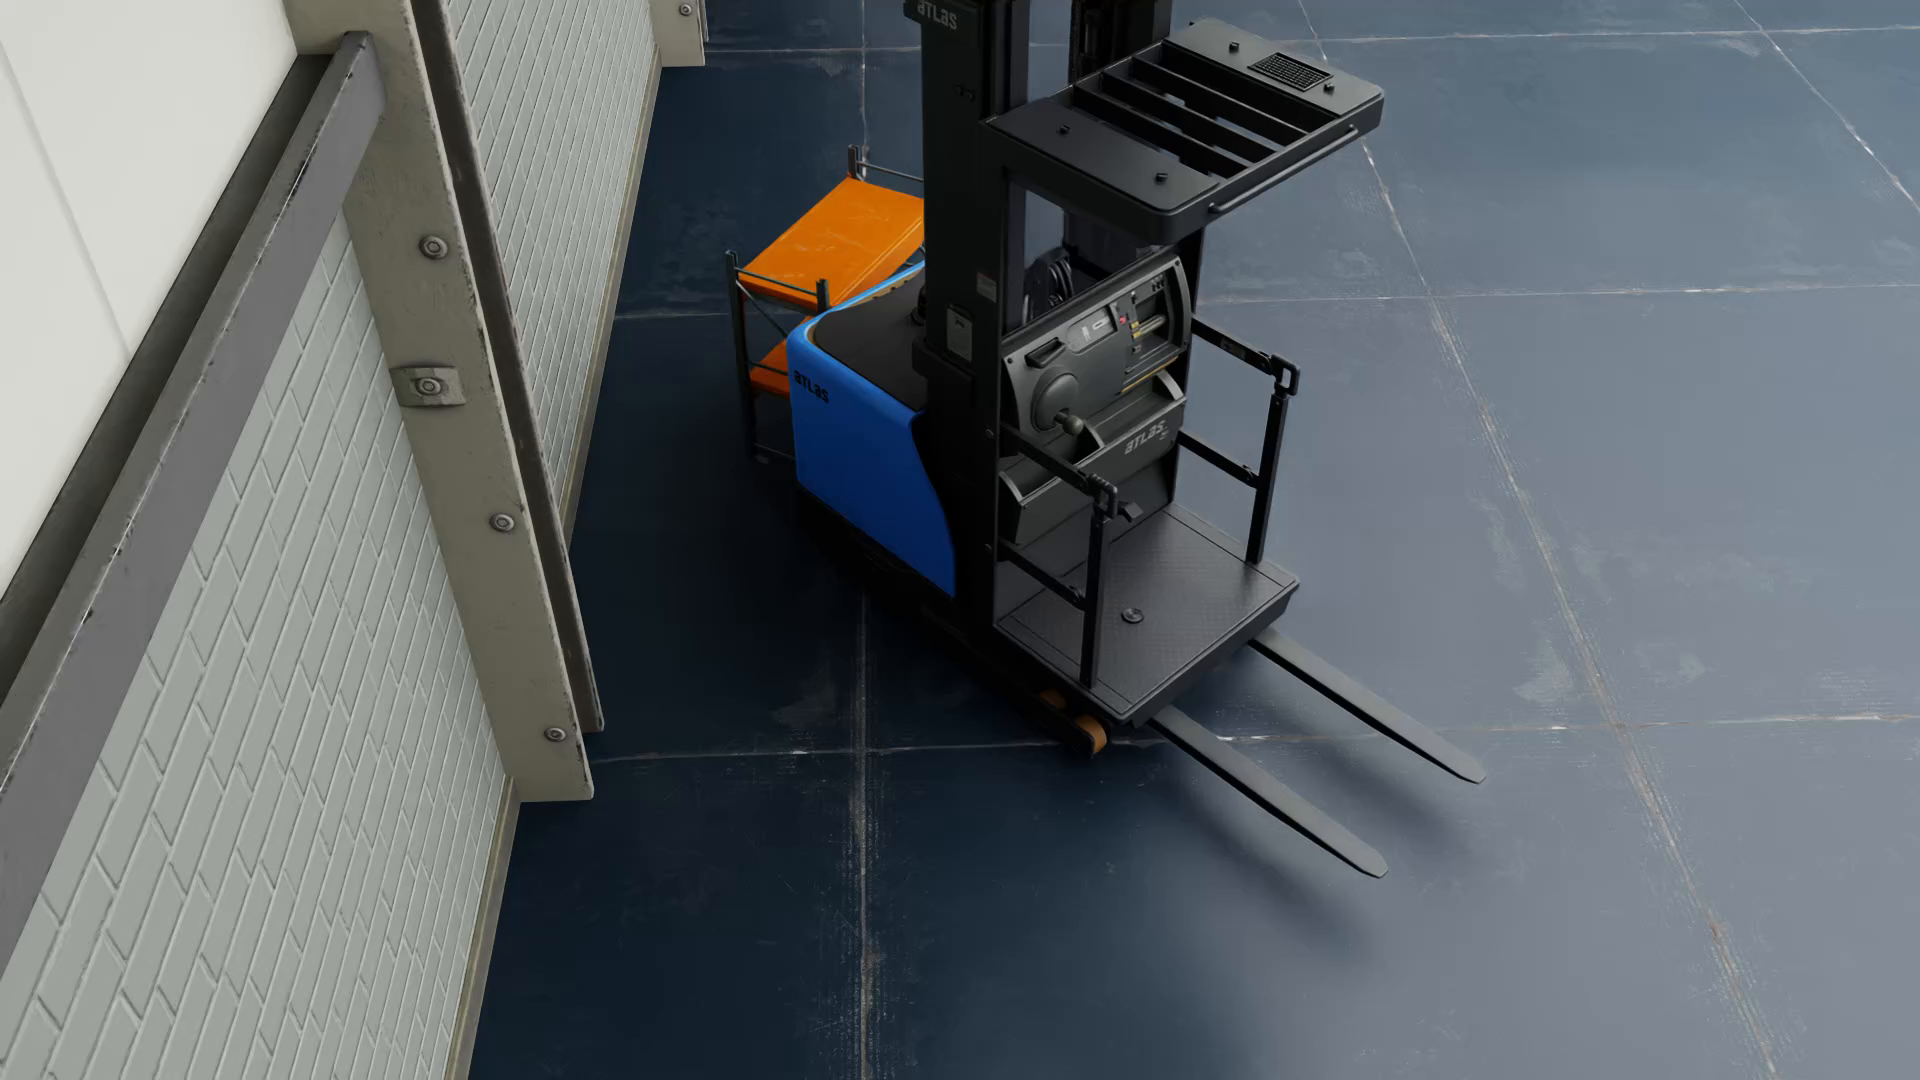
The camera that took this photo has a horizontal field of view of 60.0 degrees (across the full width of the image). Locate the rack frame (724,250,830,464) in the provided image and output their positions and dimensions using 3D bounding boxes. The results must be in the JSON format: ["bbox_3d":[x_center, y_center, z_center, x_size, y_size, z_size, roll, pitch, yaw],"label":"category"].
[{"bbox_3d":[-0.774,-0.735,7.369,0.500,1.125,0.032,20,46,20],"label":"rack frame"}]

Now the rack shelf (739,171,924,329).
[{"bbox_3d":[-0.535,-1.254,7.502,0.538,0.278,1.000,20,46,20],"label":"rack shelf"}]

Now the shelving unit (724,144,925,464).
[{"bbox_3d":[-0.535,-1.038,7.700,0.538,1.125,1.048,20,46,20],"label":"shelving unit"}]

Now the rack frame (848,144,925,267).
[{"bbox_3d":[-0.295,-1.341,8.030,0.500,1.125,0.032,20,46,20],"label":"rack frame"}]

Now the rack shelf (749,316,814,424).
[{"bbox_3d":[-0.535,-0.858,7.865,0.538,0.278,1.000,20,46,20],"label":"rack shelf"}]

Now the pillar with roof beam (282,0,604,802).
[{"bbox_3d":[2.741,-2.584,3.559,9.100,9.000,0.400,-2,43,-2],"label":"pillar with roof beam"}]

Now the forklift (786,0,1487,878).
[{"bbox_3d":[0.657,-0.634,5.922,1.130,2.935,3.031,-33,52,-31],"label":"forklift"}]

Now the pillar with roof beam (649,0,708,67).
[{"bbox_3d":[2.486,-6.634,7.978,9.100,9.000,0.400,-2,43,-2],"label":"pillar with roof beam"}]
